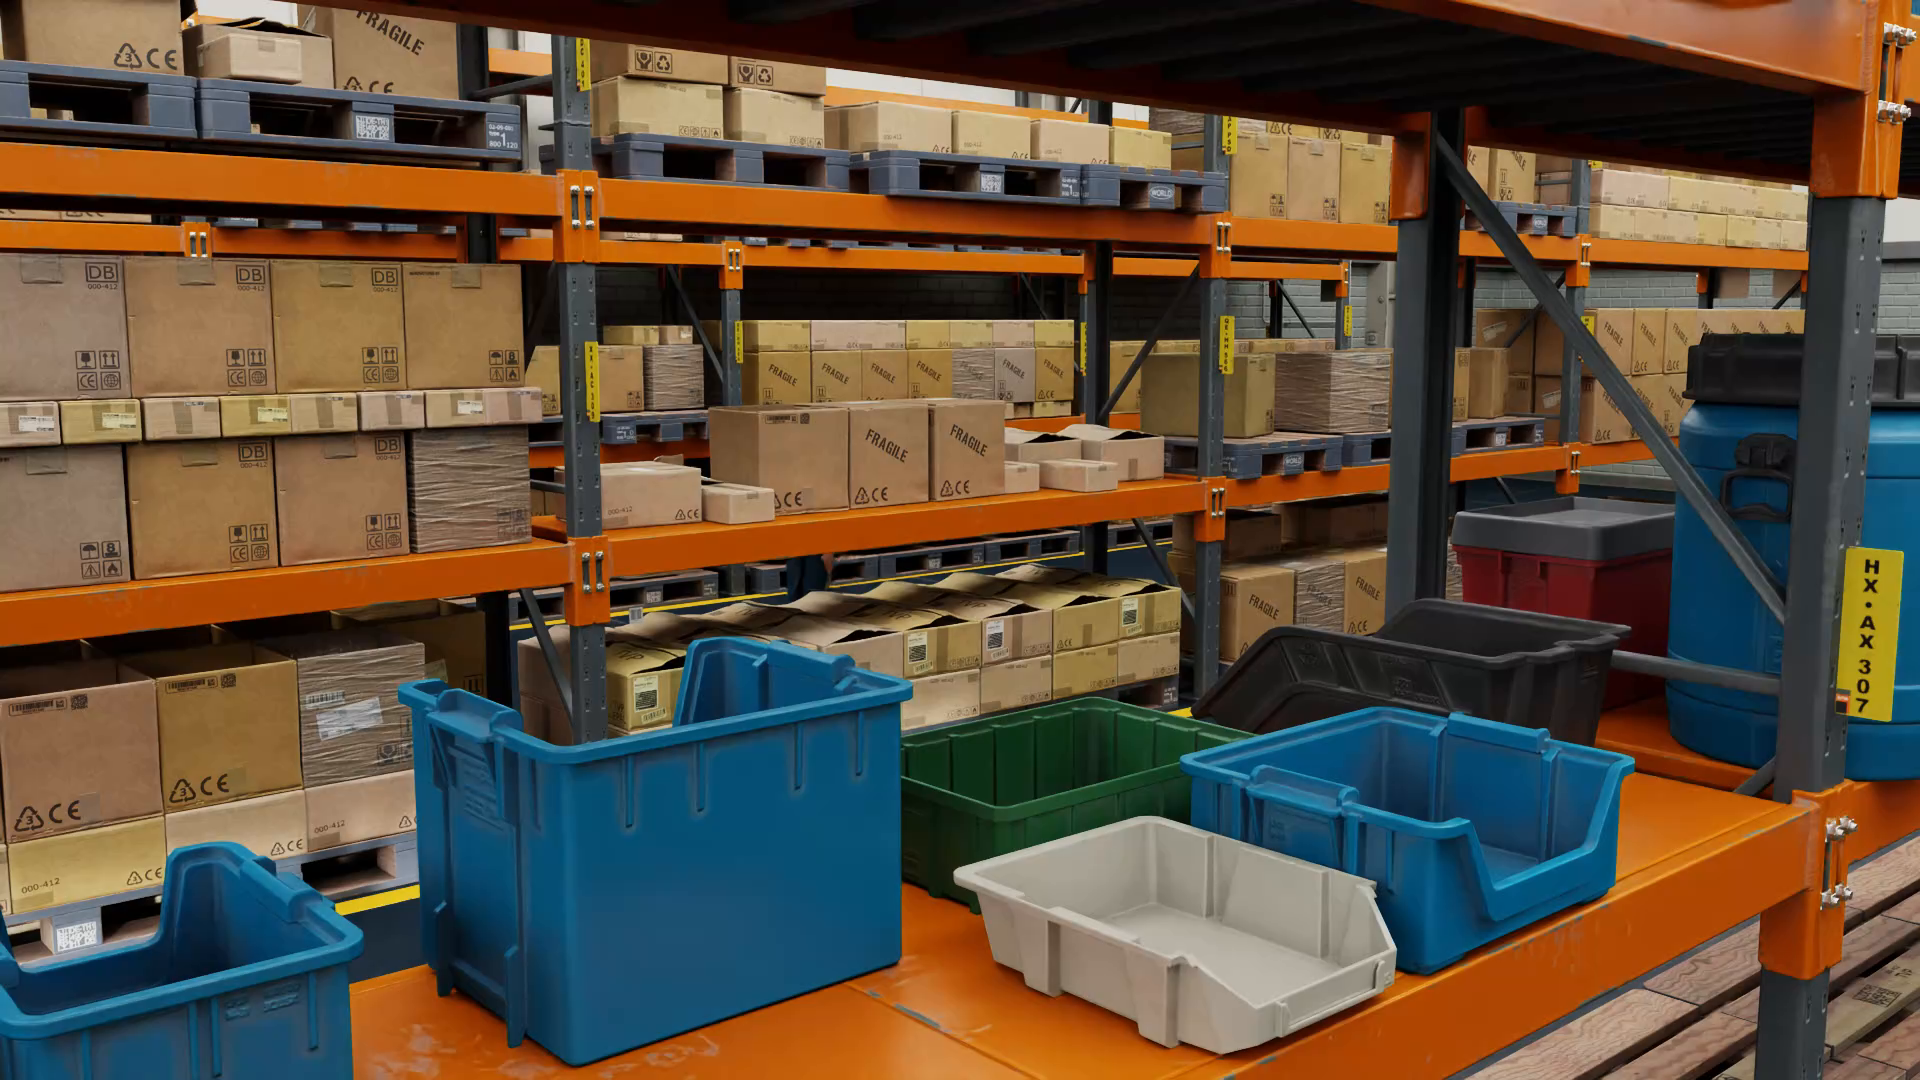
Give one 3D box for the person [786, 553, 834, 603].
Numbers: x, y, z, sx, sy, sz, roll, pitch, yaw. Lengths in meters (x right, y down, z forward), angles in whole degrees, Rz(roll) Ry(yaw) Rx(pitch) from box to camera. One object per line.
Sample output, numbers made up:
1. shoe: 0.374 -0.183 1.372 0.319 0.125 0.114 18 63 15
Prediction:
1. person: -0.864 0.069 10.283 0.573 1.546 0.441 -6 10 -39
